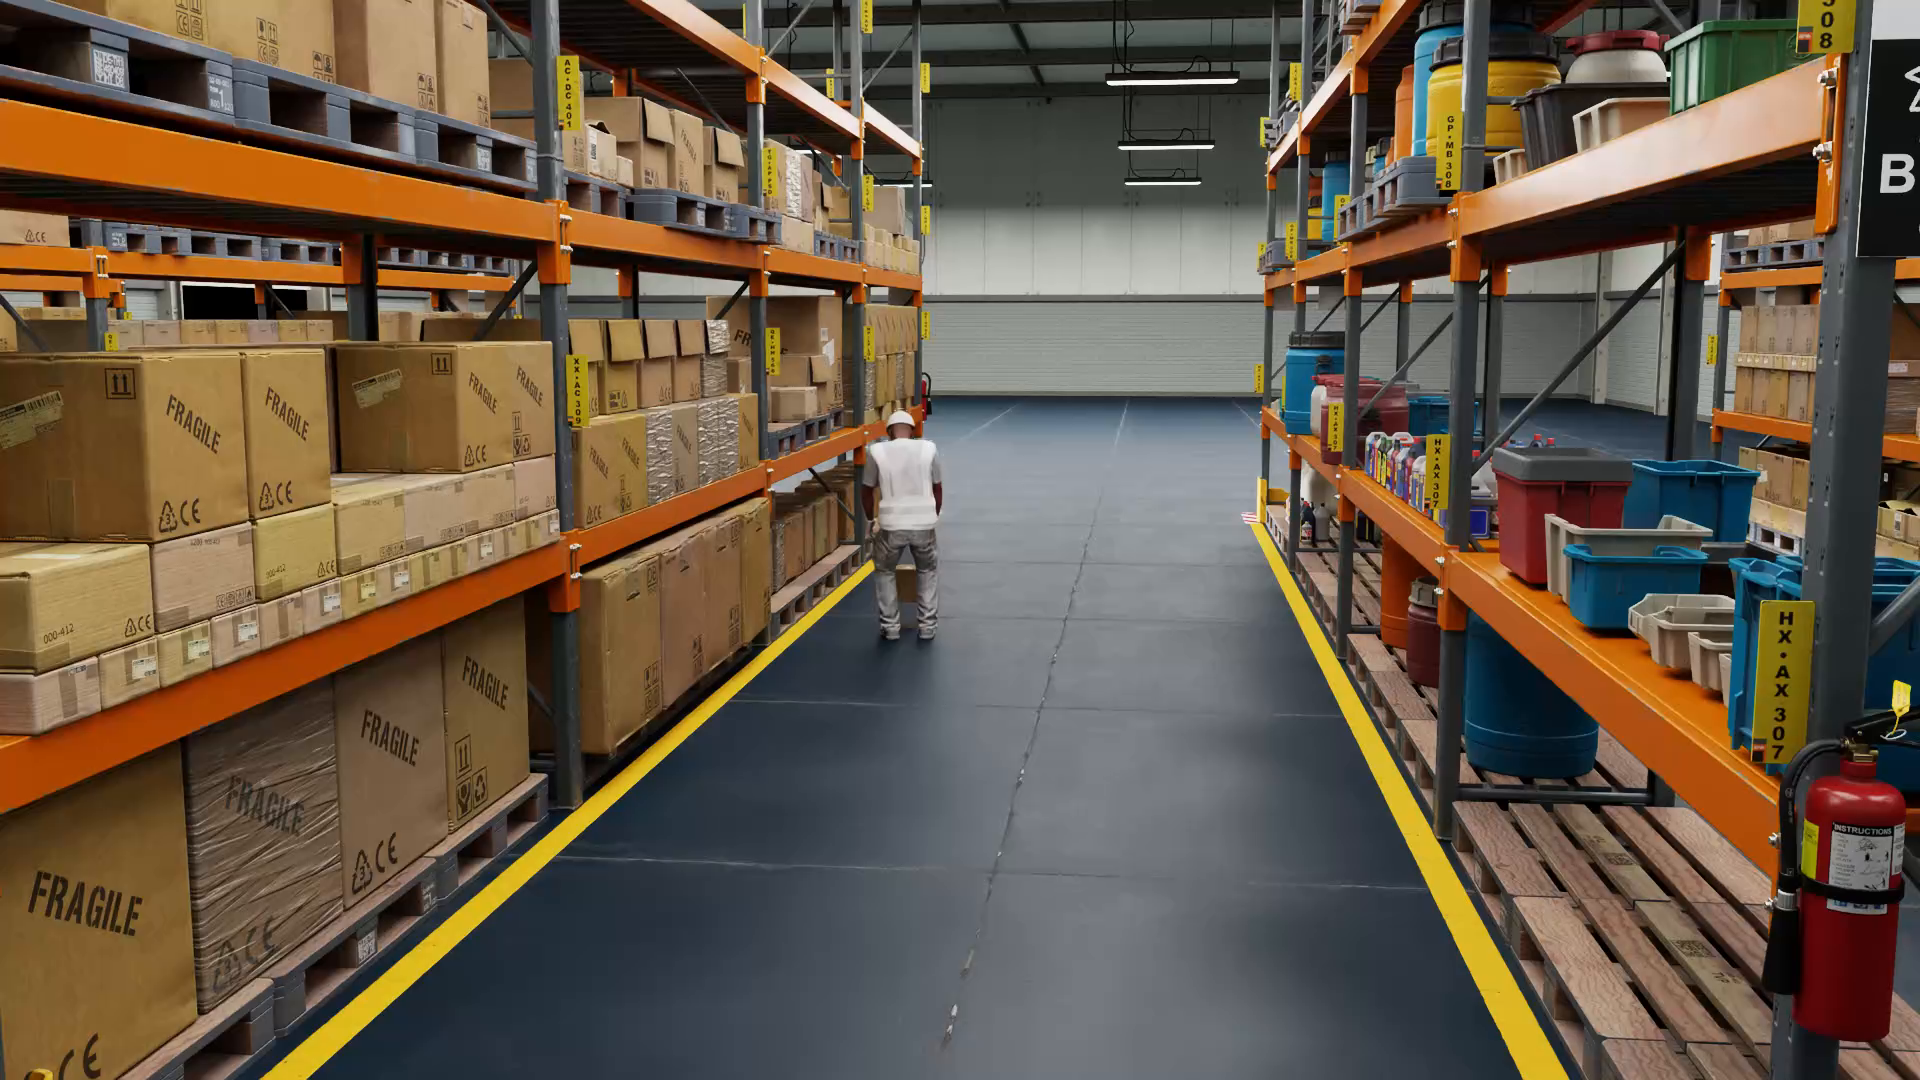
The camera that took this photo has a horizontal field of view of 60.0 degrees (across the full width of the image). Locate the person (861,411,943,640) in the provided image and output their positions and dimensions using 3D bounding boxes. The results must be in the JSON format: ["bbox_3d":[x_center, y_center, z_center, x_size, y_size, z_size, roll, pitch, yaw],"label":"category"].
[{"bbox_3d":[-0.420,-0.108,12.075,0.594,1.644,0.584,-1,8,-4],"label":"person"}]
